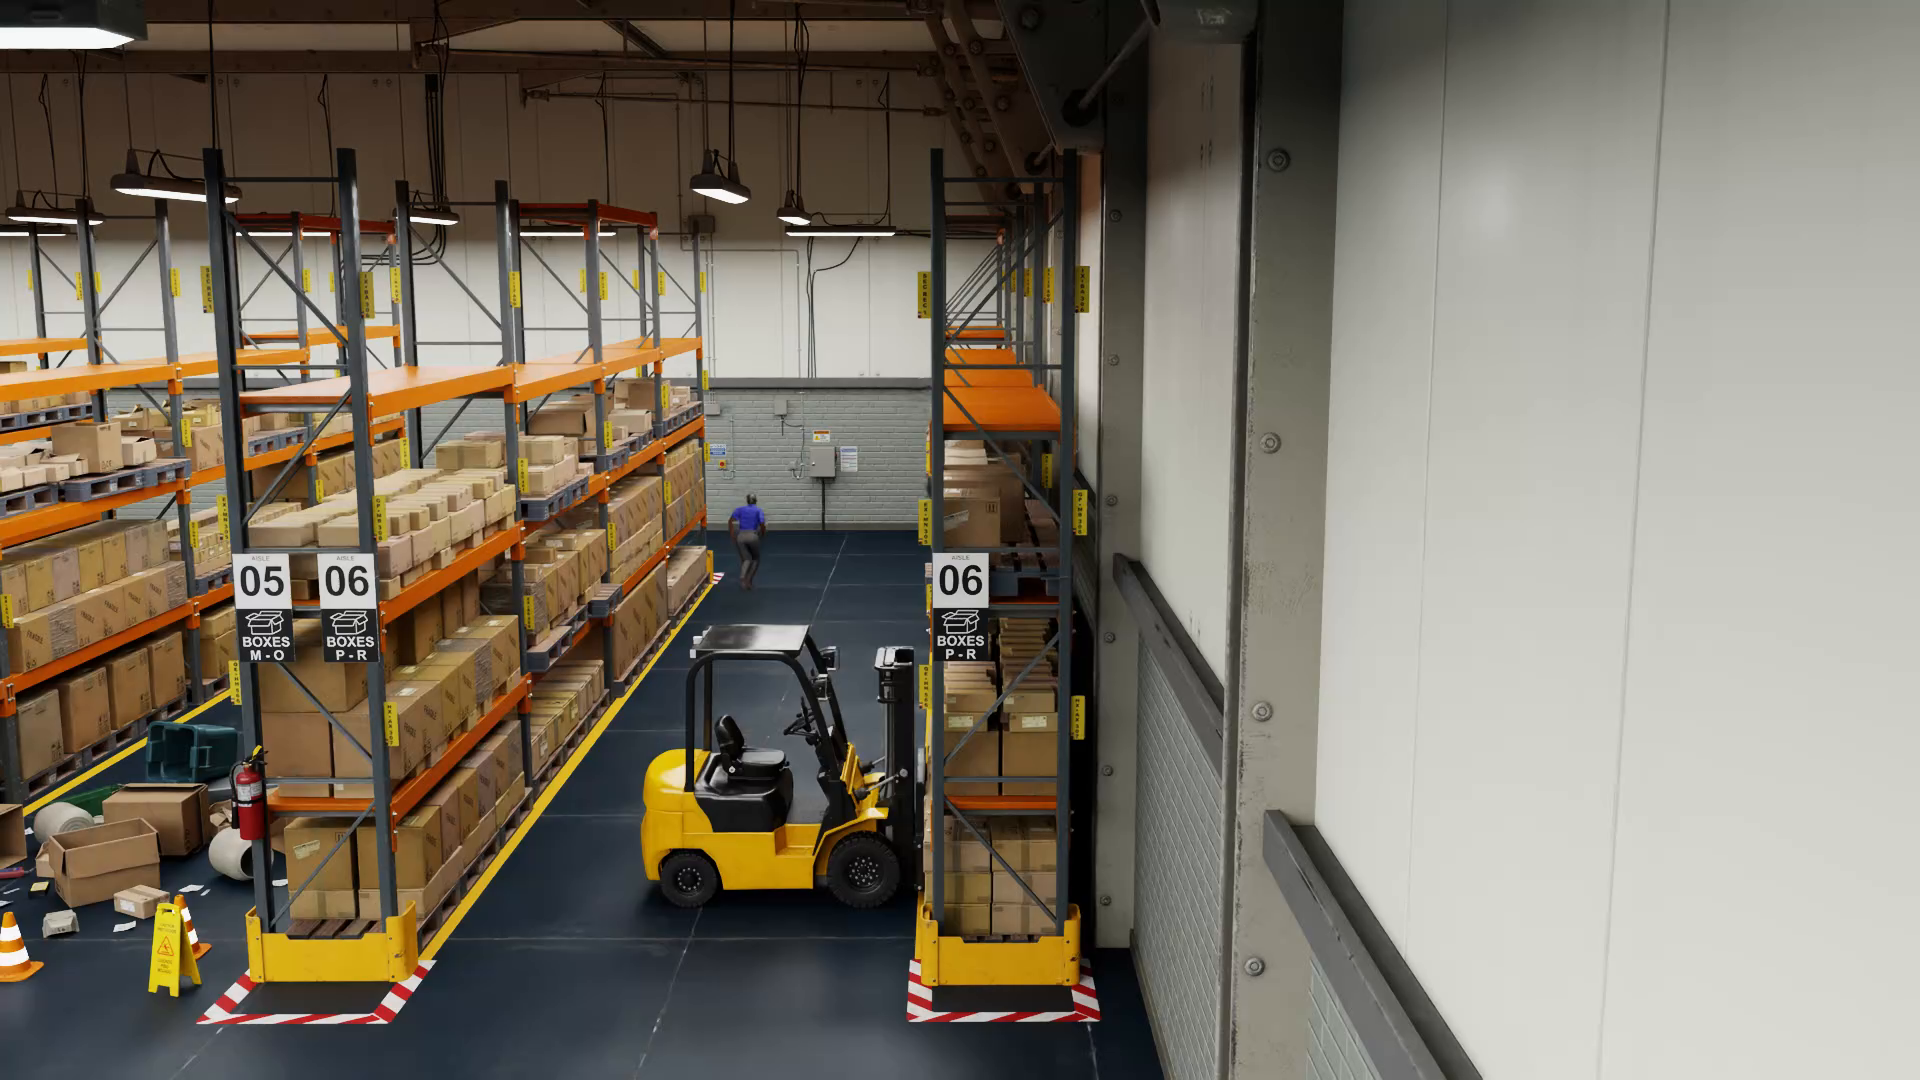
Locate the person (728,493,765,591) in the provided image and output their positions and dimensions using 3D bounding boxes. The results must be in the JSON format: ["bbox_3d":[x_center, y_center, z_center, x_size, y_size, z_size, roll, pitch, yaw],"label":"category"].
[{"bbox_3d":[-3.395,0.035,26.413,0.589,1.517,0.790,1,9,9],"label":"person"}]
